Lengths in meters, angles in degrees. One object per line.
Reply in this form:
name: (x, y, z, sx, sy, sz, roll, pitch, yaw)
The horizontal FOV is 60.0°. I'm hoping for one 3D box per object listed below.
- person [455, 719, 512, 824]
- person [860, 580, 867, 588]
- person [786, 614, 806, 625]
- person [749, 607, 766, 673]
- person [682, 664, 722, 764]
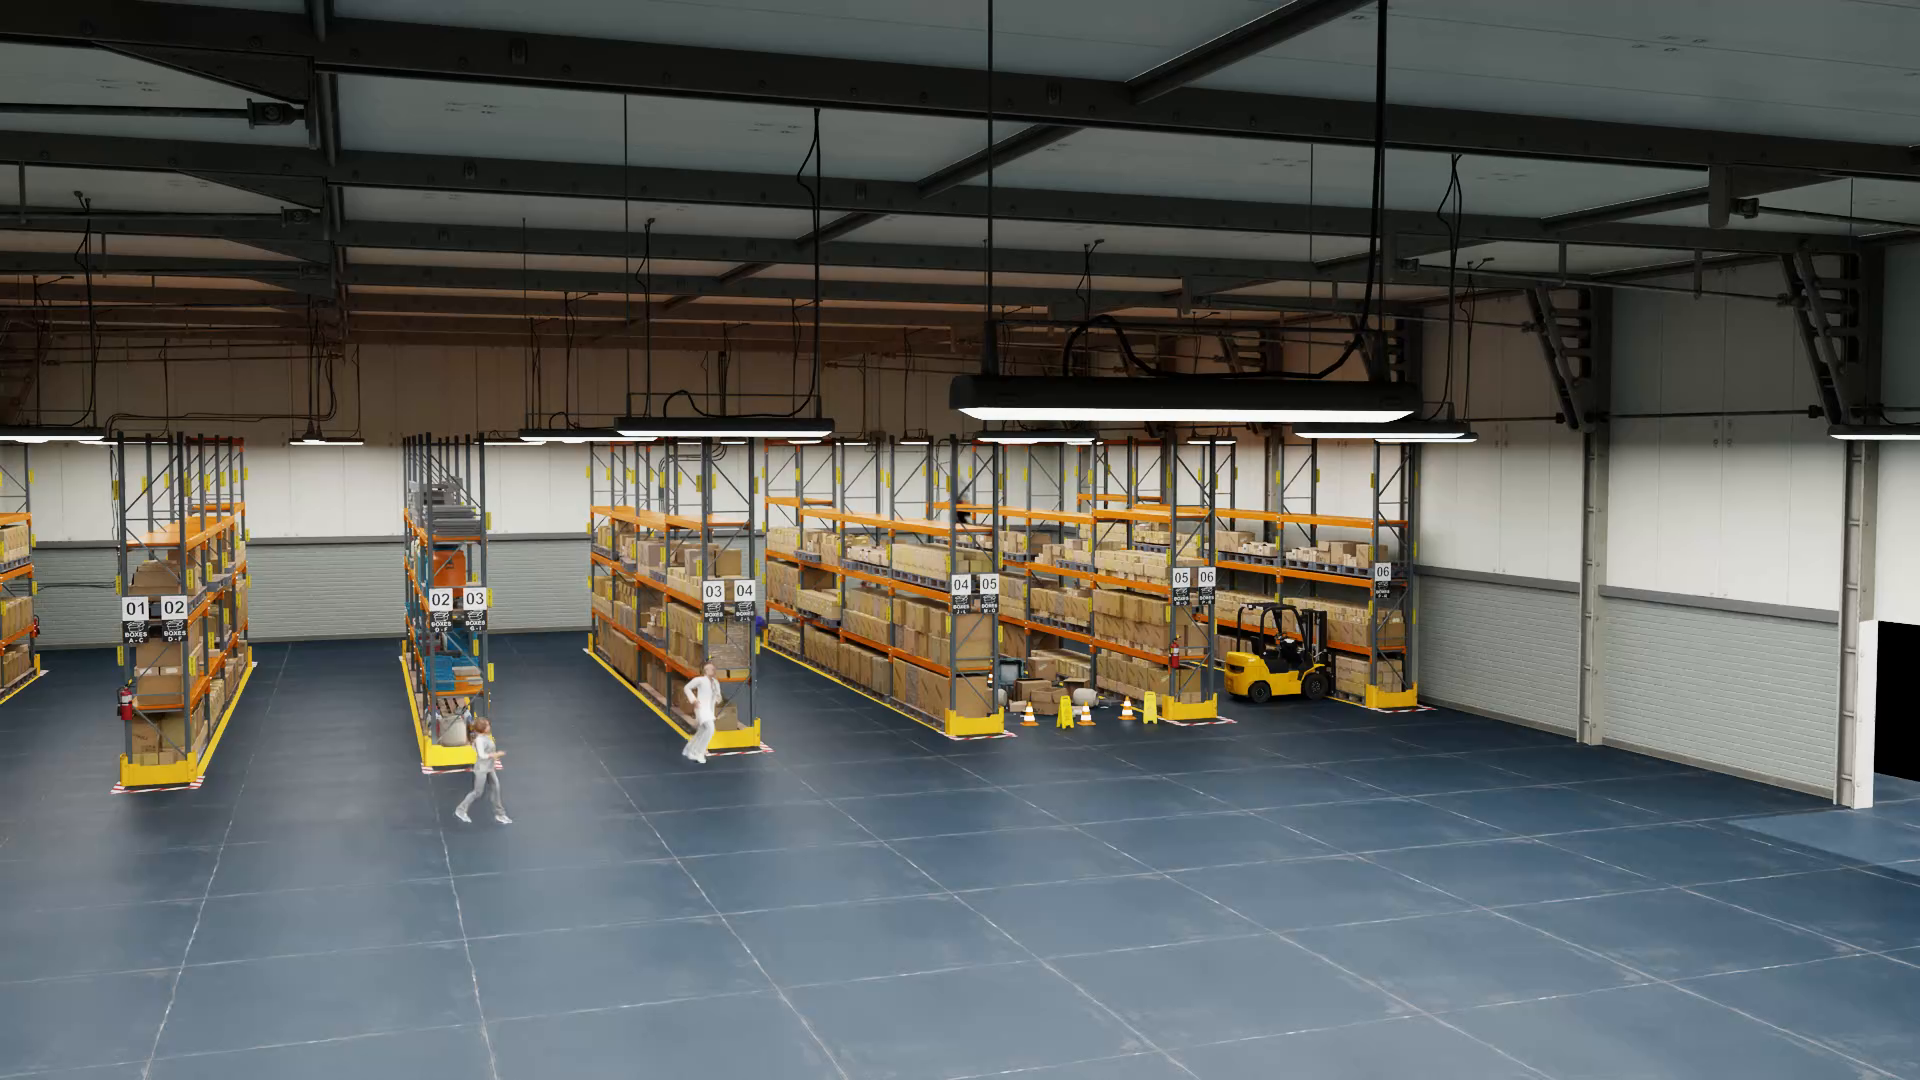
person: (-7.213, 3.504, 25.151, 0.833, 1.616, 0.525, 0, 3, 1)
person: (-2.739, 1.981, 47.257, 0.675, 1.732, 0.758, -2, 4, -28)
person: (-4.950, 1.808, 49.612, 0.710, 1.761, 0.663, -2, 4, -29)
person: (-5.252, 2.526, 42.488, 0.570, 1.645, 0.910, -1, 3, -23)
person: (-4.697, 3.169, 30.479, 0.743, 1.799, 0.695, 1, 3, 25)
